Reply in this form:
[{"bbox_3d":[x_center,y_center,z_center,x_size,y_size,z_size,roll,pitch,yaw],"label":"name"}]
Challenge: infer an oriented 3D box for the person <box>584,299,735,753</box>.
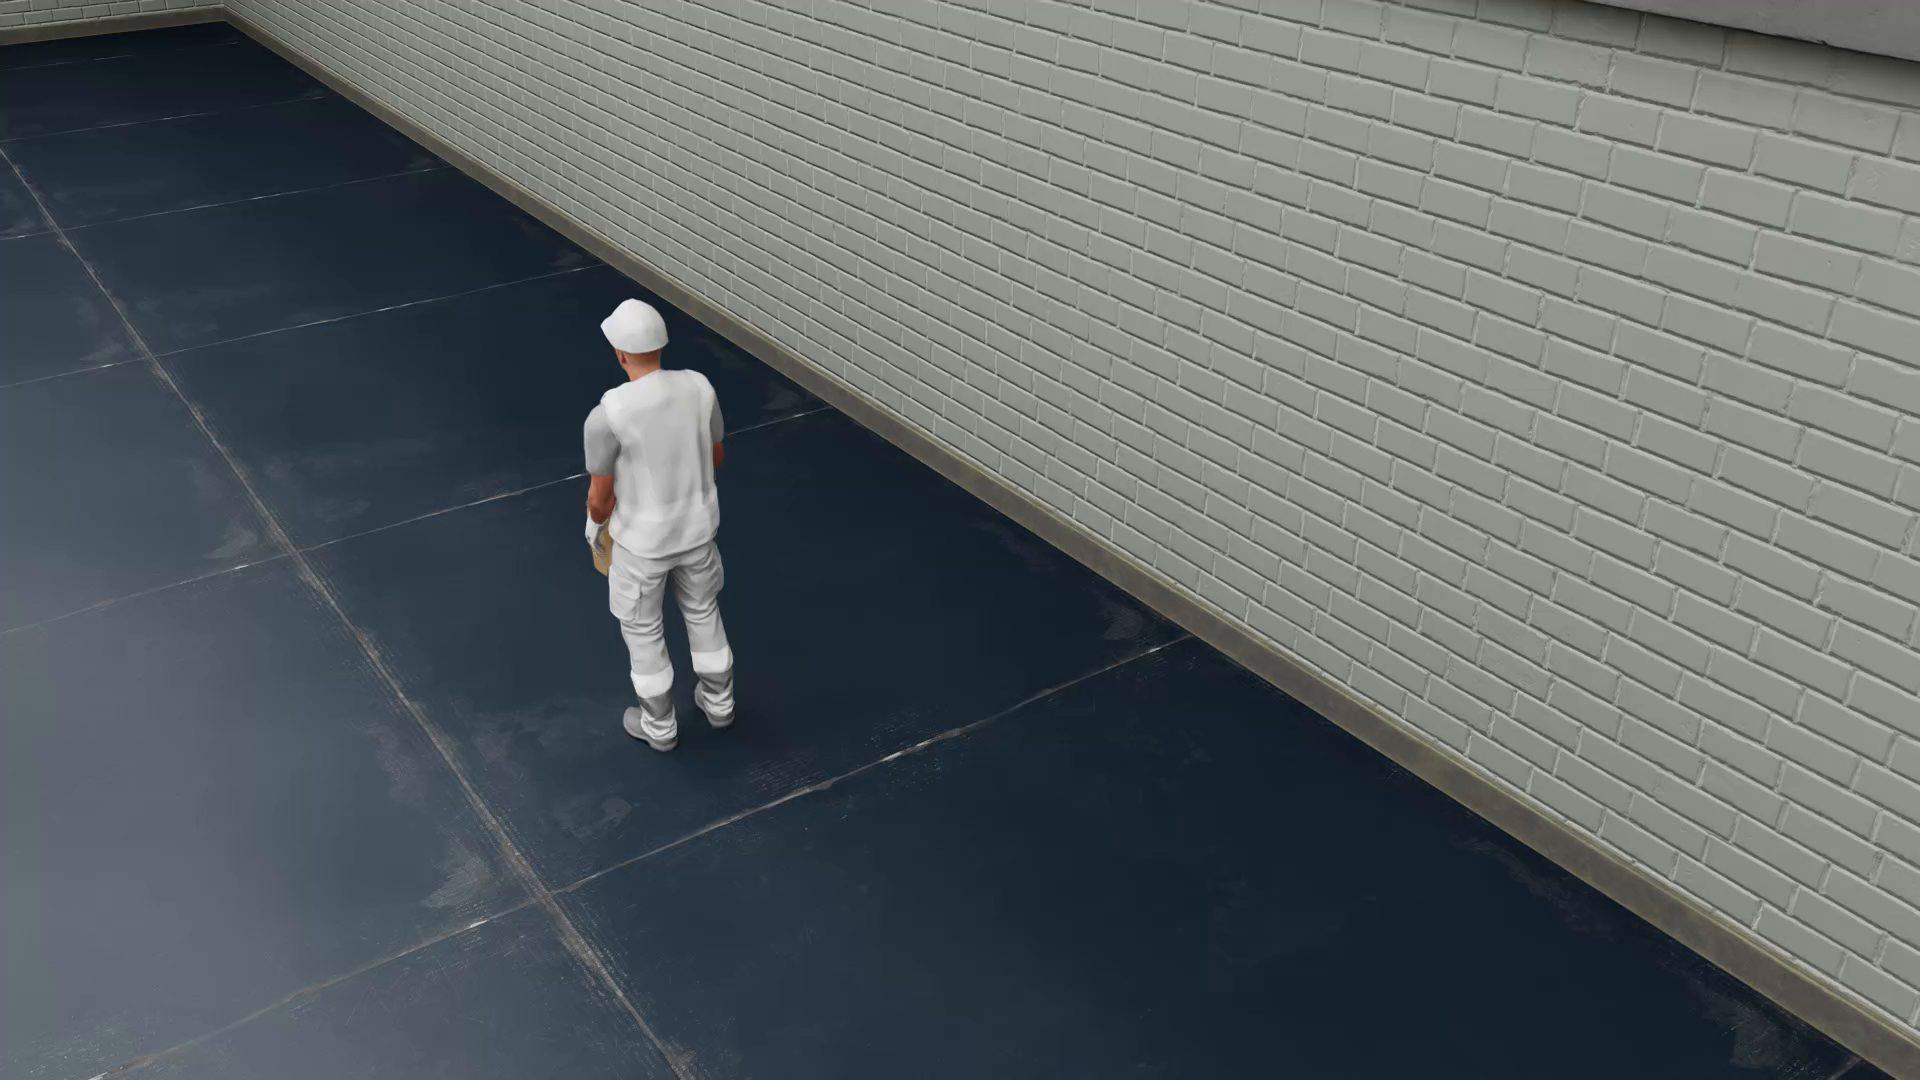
[{"bbox_3d":[-1.118,-0.039,6.169,0.539,1.789,0.437,-19,34,-32],"label":"person"}]
